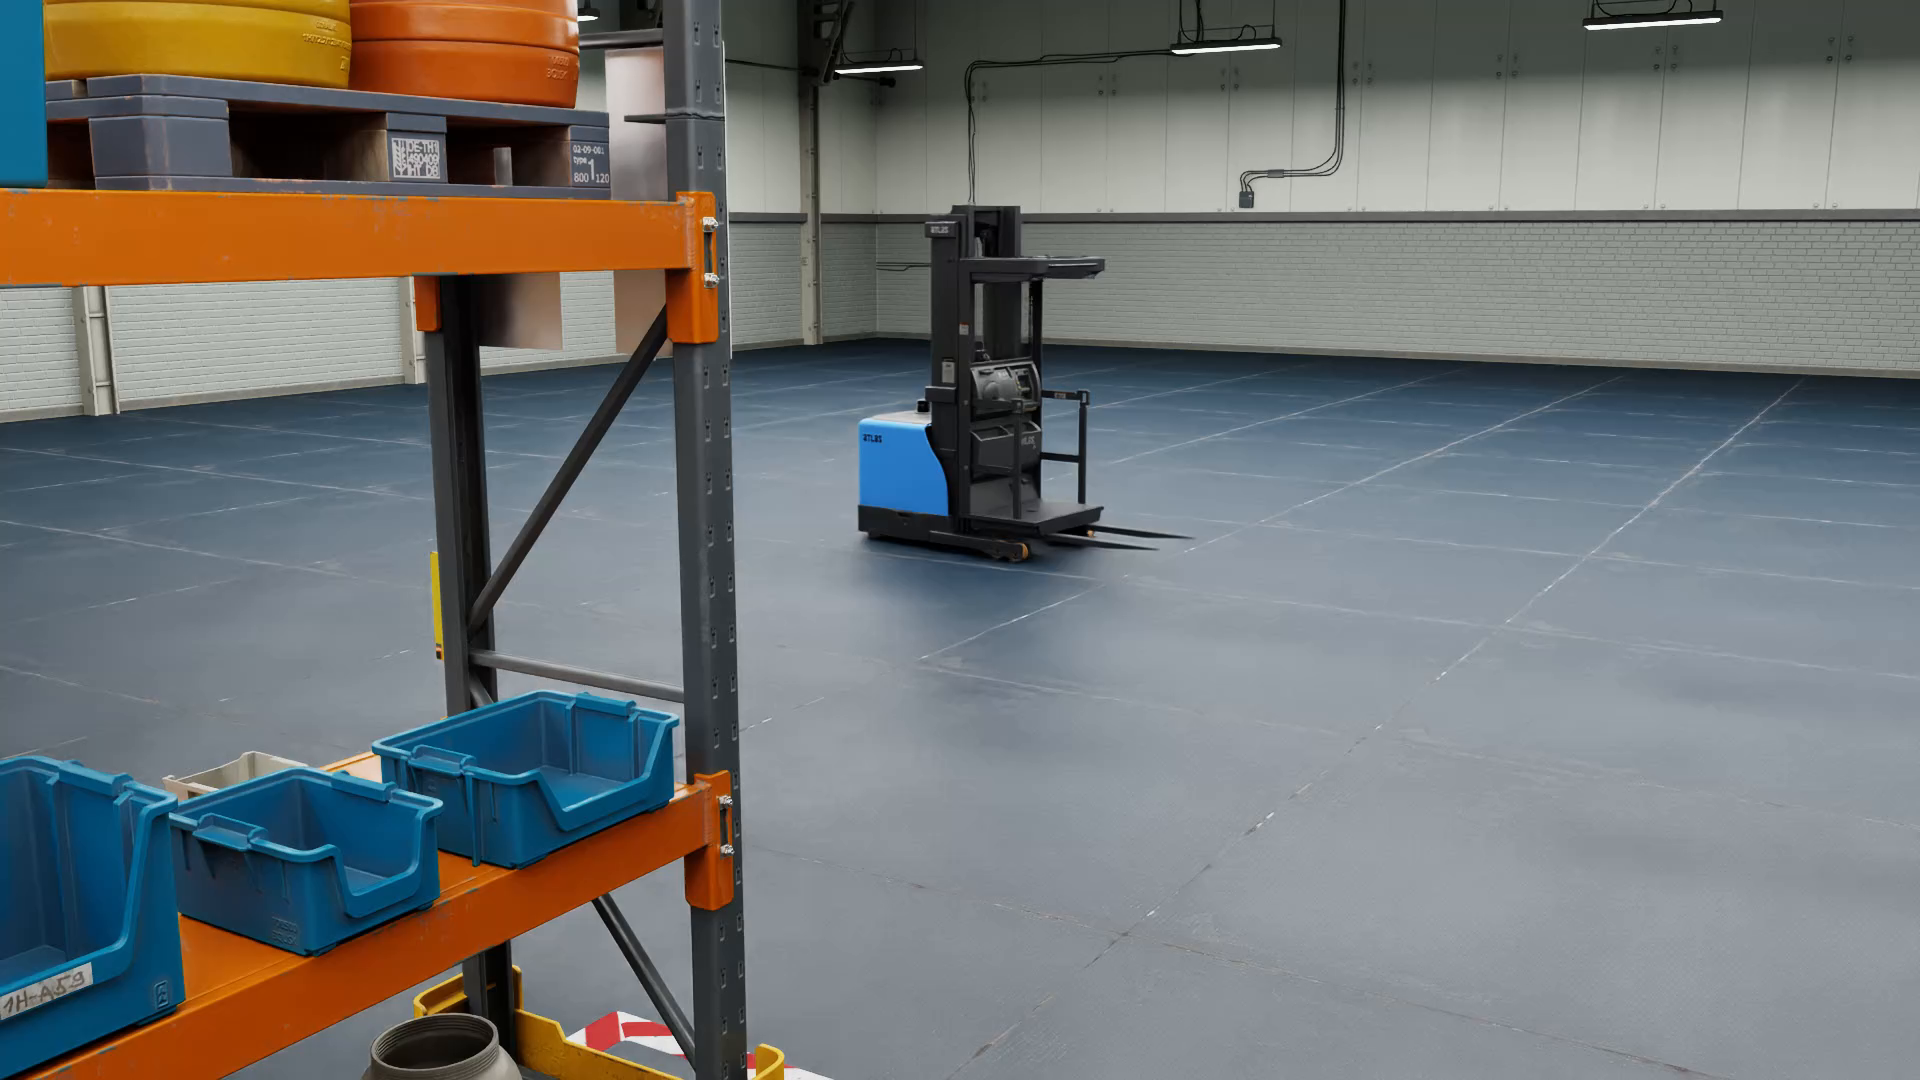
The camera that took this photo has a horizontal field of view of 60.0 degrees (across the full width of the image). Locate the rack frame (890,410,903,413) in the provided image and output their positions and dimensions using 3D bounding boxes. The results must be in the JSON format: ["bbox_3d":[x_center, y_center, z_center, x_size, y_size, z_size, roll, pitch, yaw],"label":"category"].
[{"bbox_3d":[-0.599,-0.698,15.743,0.008,1.050,0.200,7,13,35],"label":"rack frame"}]

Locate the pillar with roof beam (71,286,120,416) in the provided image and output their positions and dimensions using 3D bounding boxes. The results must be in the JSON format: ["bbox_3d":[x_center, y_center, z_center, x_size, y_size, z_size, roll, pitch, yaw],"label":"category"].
[{"bbox_3d":[-9.218,-5.907,21.964,9.100,9.000,0.400,6,12,31],"label":"pillar with roof beam"}]

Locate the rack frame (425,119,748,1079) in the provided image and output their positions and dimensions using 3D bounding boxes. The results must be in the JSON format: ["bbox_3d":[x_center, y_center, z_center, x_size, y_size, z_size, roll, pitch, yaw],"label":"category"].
[{"bbox_3d":[-1.048,0.388,4.643,1.000,3.000,0.127,6,12,31],"label":"rack frame"}]

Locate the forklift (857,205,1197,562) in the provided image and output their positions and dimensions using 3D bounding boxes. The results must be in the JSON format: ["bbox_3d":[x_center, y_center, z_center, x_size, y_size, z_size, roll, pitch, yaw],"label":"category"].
[{"bbox_3d":[0.562,-1.365,14.194,3.031,2.935,1.130,8,13,36],"label":"forklift"}]

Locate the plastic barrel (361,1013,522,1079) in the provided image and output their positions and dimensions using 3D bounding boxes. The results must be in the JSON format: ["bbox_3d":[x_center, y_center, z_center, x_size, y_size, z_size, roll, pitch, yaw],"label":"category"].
[{"bbox_3d":[-1.325,1.516,4.241,0.421,0.512,0.421,0,11,0],"label":"plastic barrel"}]

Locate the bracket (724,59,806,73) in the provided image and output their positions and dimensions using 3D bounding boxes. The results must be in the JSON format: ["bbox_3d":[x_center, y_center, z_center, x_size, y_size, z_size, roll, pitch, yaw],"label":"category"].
[{"bbox_3d":[-4.802,-10.414,36.257,0.076,0.066,4.783,6,12,31],"label":"bracket"}]

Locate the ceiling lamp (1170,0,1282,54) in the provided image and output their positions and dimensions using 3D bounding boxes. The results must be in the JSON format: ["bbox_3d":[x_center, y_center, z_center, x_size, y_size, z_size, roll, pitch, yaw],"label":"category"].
[{"bbox_3d":[4.817,-10.250,29.304,2.000,3.185,0.800,6,12,31],"label":"ceiling lamp"}]

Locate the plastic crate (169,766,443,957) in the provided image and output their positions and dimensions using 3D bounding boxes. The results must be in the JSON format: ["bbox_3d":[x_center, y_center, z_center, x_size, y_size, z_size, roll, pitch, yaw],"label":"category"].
[{"bbox_3d":[-1.395,0.670,3.541,0.499,0.251,0.408,6,12,31],"label":"plastic crate"}]

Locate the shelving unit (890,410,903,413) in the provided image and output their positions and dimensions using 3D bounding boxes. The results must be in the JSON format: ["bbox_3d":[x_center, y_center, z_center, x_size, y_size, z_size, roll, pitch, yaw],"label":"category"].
[{"bbox_3d":[-0.499,-0.685,15.674,0.252,1.050,0.215,7,13,35],"label":"shelving unit"}]

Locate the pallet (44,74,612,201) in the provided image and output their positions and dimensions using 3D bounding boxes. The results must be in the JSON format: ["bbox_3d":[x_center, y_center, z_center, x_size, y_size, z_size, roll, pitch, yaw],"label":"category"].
[{"bbox_3d":[-1.562,-0.872,3.739,1.003,0.211,1.213,6,12,31],"label":"pallet"}]

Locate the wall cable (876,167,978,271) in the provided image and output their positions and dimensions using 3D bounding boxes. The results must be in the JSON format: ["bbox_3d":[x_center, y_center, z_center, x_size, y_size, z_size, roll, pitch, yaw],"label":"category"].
[{"bbox_3d":[-0.892,-7.959,41.368,3.097,2.526,0.112,6,12,31],"label":"wall cable"}]

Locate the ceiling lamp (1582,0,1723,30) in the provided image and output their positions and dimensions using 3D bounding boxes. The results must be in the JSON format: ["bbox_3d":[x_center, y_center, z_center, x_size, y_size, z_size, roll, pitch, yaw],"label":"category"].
[{"bbox_3d":[10.851,-9.576,25.701,2.000,3.185,0.800,6,12,31],"label":"ceiling lamp"}]

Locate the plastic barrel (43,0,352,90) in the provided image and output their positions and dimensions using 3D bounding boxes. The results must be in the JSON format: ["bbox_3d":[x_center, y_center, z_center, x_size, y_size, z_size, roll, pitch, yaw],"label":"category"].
[{"bbox_3d":[-1.532,-1.194,3.288,0.600,0.588,0.600,0,11,0],"label":"plastic barrel"}]

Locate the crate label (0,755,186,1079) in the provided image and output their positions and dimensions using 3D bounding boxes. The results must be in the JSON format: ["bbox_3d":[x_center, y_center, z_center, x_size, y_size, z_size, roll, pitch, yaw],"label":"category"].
[{"bbox_3d":[-1.773,0.686,2.955,0.502,0.435,0.616,6,12,31],"label":"crate label"}]

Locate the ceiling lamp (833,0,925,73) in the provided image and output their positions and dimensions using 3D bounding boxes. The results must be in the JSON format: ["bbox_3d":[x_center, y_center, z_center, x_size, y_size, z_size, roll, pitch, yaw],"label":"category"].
[{"bbox_3d":[-1.499,-10.956,33.075,2.000,3.185,0.800,6,12,31],"label":"ceiling lamp"}]

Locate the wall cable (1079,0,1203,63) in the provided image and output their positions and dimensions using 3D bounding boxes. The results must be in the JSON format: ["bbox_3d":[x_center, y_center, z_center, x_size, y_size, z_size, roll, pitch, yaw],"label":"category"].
[{"bbox_3d":[4.065,-12.123,37.525,3.097,2.526,0.112,6,12,31],"label":"wall cable"}]

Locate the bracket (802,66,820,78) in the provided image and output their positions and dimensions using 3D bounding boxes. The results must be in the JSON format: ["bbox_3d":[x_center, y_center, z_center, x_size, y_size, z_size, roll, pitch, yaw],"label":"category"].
[{"bbox_3d":[-3.464,-10.819,38.421,0.235,0.232,0.430,6,12,31],"label":"bracket"}]

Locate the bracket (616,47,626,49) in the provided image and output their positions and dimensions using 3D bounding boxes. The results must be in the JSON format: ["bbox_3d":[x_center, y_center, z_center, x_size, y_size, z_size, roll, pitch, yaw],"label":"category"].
[{"bbox_3d":[-7.917,-9.470,31.217,0.076,0.066,4.783,6,12,31],"label":"bracket"}]

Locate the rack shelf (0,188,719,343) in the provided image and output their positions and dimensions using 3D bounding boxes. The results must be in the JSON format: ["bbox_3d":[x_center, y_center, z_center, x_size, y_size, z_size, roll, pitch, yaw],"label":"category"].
[{"bbox_3d":[-2.087,-0.418,2.753,1.077,0.370,4.000,6,12,31],"label":"rack shelf"}]

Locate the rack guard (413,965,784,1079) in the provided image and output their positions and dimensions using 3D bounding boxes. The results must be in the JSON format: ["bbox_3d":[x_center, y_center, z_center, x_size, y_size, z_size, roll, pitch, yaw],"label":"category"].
[{"bbox_3d":[-1.048,1.633,4.785,1.175,0.500,0.348,6,12,31],"label":"rack guard"}]

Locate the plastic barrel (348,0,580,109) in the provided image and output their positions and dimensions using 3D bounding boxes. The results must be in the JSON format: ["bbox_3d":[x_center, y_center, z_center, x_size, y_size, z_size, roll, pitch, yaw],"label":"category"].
[{"bbox_3d":[-1.192,-1.415,3.815,0.600,0.830,0.708,6,12,31],"label":"plastic barrel"}]

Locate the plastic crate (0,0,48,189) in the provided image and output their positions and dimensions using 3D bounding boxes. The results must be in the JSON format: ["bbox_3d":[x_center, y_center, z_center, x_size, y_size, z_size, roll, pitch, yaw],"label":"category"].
[{"bbox_3d":[-1.781,-0.749,2.612,0.392,0.384,0.575,6,12,31],"label":"plastic crate"}]

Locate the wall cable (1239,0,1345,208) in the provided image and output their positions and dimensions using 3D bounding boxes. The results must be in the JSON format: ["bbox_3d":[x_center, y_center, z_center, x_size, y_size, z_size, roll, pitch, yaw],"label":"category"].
[{"bbox_3d":[7.213,-10.248,35.912,2.305,6.003,0.169,6,12,31],"label":"wall cable"}]

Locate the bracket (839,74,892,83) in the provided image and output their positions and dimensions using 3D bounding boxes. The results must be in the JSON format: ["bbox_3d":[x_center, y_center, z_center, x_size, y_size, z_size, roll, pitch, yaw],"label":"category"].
[{"bbox_3d":[-2.109,-11.229,40.613,0.076,0.066,3.189,6,12,31],"label":"bracket"}]

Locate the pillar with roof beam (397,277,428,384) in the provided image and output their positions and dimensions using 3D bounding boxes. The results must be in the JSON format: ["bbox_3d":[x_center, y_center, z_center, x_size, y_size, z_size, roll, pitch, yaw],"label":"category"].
[{"bbox_3d":[-6.103,-6.850,27.005,9.100,9.000,0.548,6,12,31],"label":"pillar with roof beam"}]

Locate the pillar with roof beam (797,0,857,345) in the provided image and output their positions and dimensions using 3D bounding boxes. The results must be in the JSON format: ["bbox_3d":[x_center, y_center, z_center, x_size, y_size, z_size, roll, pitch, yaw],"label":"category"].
[{"bbox_3d":[0.127,-8.737,37.085,9.100,9.000,0.548,6,12,31],"label":"pillar with roof beam"}]

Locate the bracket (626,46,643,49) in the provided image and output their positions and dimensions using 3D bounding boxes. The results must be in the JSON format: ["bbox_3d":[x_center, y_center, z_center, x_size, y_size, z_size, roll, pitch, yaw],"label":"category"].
[{"bbox_3d":[-6.579,-9.875,33.381,0.235,0.232,0.430,6,12,31],"label":"bracket"}]

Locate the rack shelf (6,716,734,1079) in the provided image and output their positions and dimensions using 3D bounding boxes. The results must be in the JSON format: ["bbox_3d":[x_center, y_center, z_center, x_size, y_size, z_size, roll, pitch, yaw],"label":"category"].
[{"bbox_3d":[-2.087,1.057,3.029,1.077,0.370,4.000,6,12,31],"label":"rack shelf"}]

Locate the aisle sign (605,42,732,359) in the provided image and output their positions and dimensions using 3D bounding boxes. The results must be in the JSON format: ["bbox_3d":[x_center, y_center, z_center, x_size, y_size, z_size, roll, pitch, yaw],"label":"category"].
[{"bbox_3d":[-0.757,-0.872,4.312,0.394,0.787,0.004,6,12,31],"label":"aisle sign"}]

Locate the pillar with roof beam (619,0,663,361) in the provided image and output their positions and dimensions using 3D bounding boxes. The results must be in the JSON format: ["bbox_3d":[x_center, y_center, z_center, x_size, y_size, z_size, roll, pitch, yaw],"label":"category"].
[{"bbox_3d":[-2.988,-7.794,32.045,9.100,9.000,0.548,6,12,31],"label":"pillar with roof beam"}]

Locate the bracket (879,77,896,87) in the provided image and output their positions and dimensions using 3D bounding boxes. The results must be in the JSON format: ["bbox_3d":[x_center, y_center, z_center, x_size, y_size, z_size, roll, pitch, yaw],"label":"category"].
[{"bbox_3d":[-1.803,-11.322,41.110,0.235,0.232,0.430,6,12,31],"label":"bracket"}]

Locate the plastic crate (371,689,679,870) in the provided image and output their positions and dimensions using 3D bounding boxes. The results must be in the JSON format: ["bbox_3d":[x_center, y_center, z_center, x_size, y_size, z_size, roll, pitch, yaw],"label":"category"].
[{"bbox_3d":[-1.053,0.569,4.083,0.499,0.251,0.616,6,12,31],"label":"plastic crate"}]

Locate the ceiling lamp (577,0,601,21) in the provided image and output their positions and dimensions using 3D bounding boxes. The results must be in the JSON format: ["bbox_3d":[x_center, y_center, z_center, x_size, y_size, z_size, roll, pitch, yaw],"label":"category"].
[{"bbox_3d":[-6.229,-9.524,25.422,2.000,3.185,0.800,6,12,31],"label":"ceiling lamp"}]

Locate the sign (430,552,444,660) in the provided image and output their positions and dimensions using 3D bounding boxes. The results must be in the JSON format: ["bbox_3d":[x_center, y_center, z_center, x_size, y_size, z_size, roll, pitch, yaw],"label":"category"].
[{"bbox_3d":[-1.516,0.199,4.902,0.100,0.325,0.005,6,12,31],"label":"sign"}]

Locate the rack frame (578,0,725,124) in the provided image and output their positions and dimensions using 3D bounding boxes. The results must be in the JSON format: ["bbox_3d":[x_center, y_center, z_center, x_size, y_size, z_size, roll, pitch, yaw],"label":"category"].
[{"bbox_3d":[-1.048,-2.560,4.091,1.000,3.000,0.127,6,12,31],"label":"rack frame"}]

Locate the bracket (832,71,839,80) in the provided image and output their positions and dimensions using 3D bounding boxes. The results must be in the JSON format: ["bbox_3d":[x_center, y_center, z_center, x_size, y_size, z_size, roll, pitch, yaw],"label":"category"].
[{"bbox_3d":[-3.033,-10.949,39.119,0.235,0.232,0.430,6,12,31],"label":"bracket"}]

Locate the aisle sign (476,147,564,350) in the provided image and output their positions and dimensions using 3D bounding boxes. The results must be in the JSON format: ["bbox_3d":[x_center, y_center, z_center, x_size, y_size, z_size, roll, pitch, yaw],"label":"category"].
[{"bbox_3d":[-1.261,-0.929,4.613,0.394,0.787,0.004,6,12,31],"label":"aisle sign"}]

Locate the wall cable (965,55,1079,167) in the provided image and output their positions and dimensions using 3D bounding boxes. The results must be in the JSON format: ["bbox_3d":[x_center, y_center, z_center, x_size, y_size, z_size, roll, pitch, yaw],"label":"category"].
[{"bbox_3d":[1.420,-10.183,39.523,3.097,2.526,0.112,6,12,31],"label":"wall cable"}]

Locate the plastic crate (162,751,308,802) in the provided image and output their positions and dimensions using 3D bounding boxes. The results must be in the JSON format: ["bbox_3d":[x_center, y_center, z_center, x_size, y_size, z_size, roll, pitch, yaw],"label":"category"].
[{"bbox_3d":[-1.788,0.628,4.079,0.298,0.136,0.250,6,12,31],"label":"plastic crate"}]
